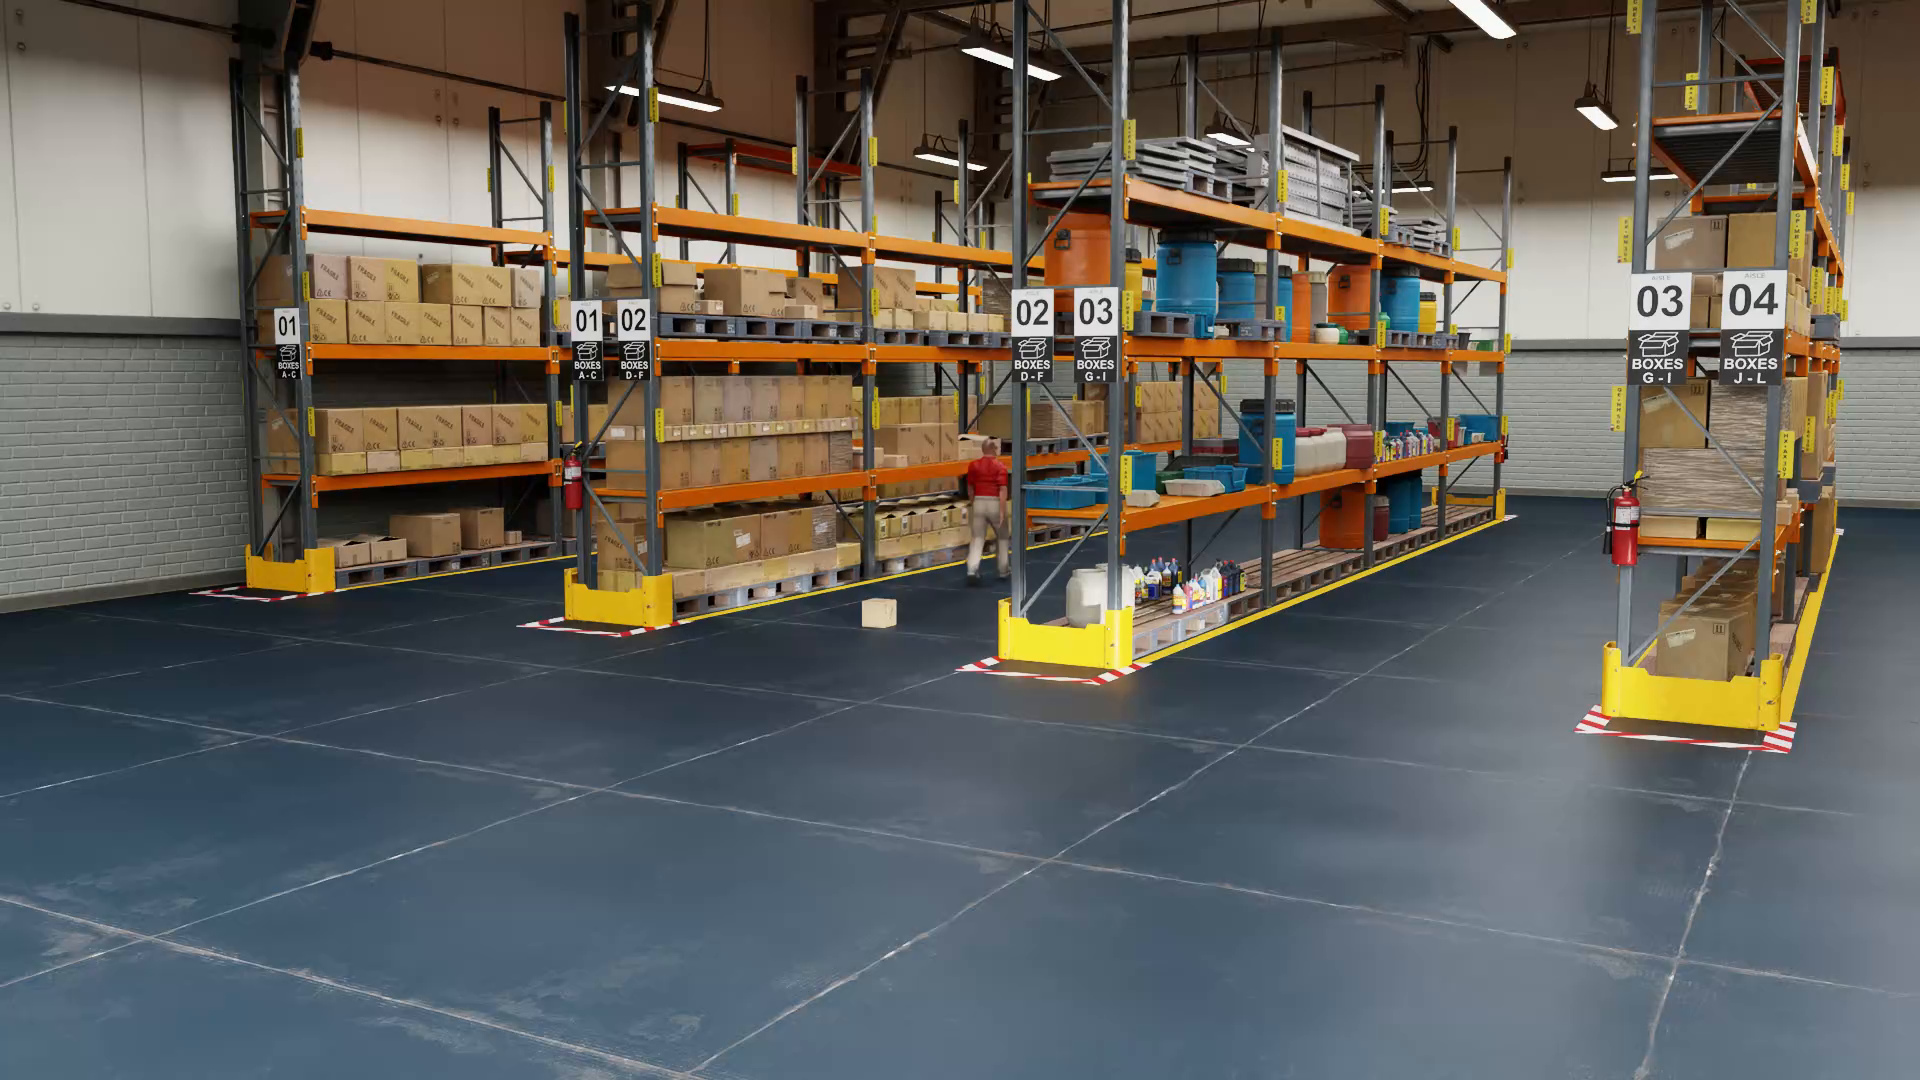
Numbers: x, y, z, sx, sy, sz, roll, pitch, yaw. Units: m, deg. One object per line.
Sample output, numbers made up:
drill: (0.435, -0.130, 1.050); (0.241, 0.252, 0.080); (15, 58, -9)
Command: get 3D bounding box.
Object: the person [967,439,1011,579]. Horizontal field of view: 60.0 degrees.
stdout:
person: (0.339, -0.365, 19.751); (0.535, 1.672, 1.068); (2, 6, 16)
